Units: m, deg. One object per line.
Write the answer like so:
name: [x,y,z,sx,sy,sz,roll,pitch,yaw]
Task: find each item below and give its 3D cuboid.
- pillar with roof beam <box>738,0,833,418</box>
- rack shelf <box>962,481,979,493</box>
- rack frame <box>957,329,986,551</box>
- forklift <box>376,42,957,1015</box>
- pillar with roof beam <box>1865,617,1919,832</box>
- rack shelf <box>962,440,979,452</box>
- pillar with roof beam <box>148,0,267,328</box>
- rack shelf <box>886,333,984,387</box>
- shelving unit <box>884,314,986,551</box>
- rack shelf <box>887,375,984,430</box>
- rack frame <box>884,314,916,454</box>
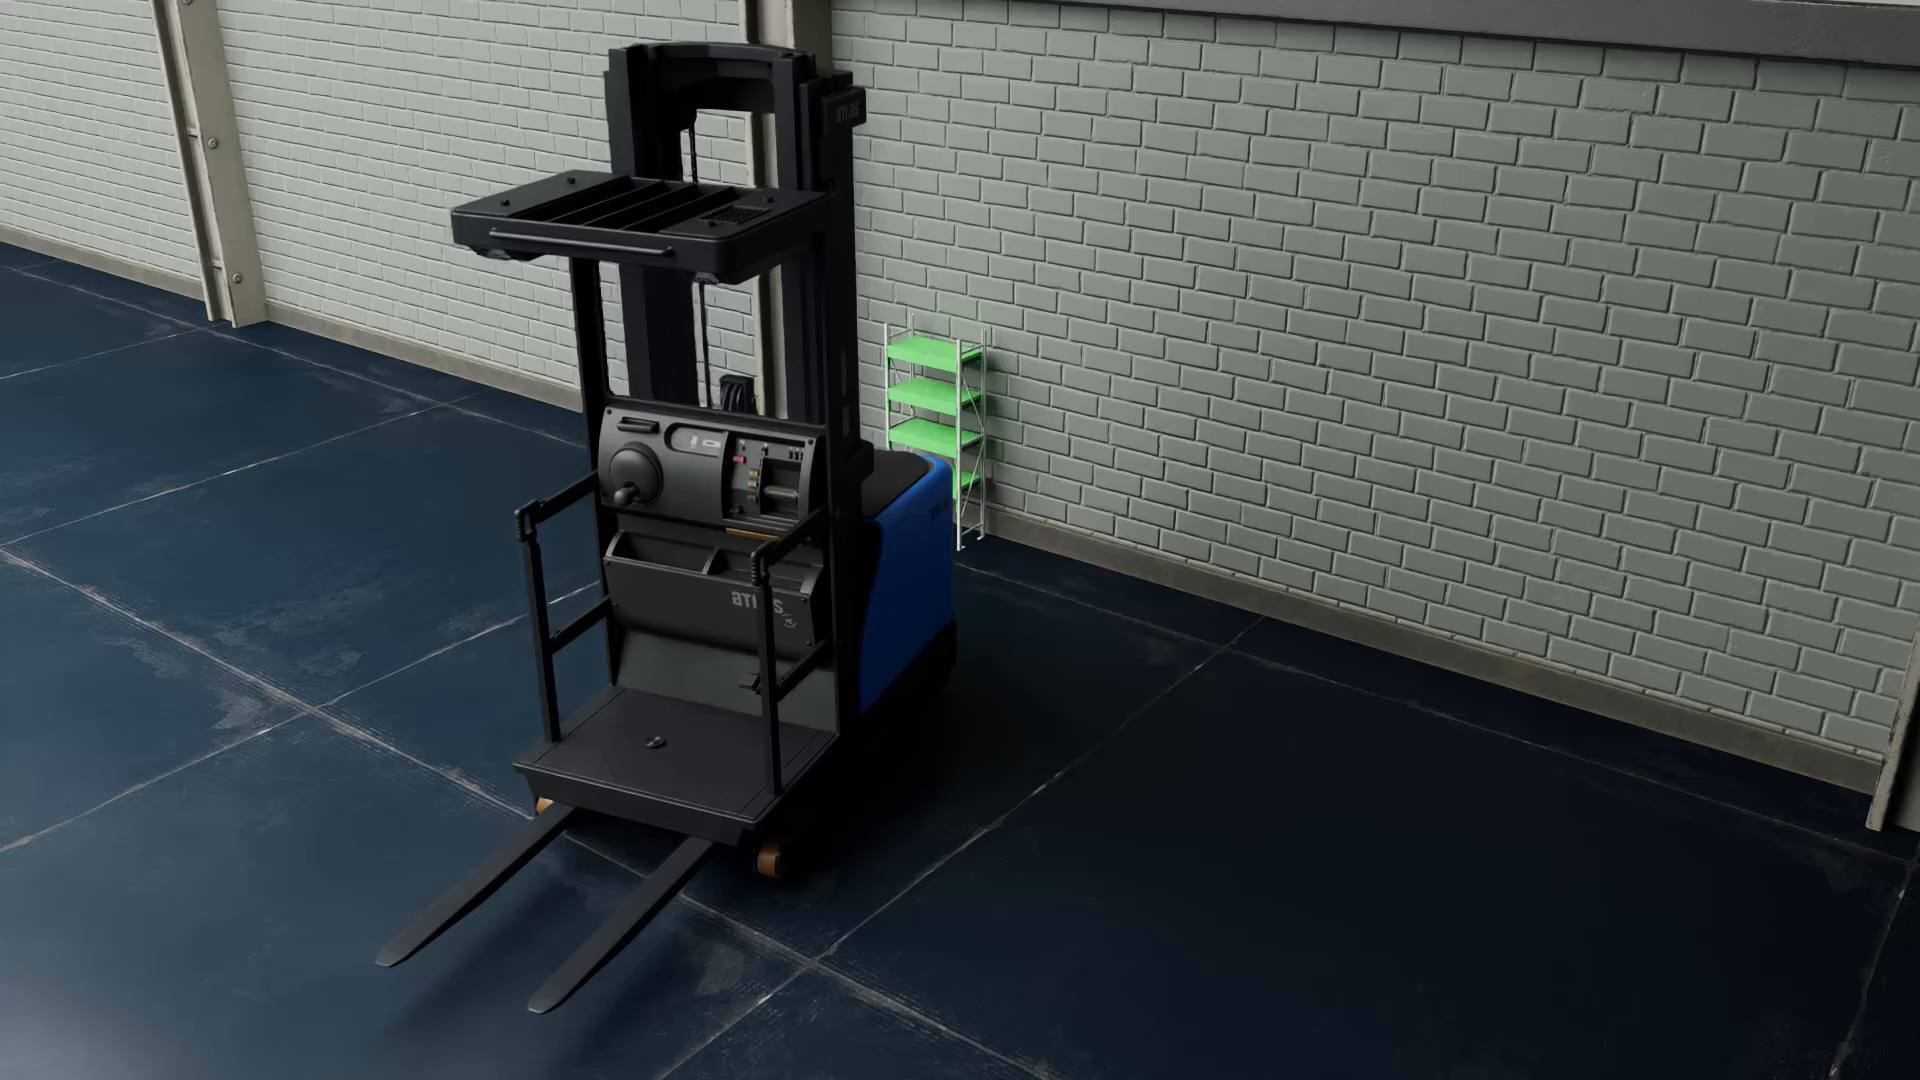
pillar with roof beam: [-3.514,-3.035,4.977,0.400,9.000,9.100,17,29,33]
rack shelf: [-0.132,-0.337,9.210,0.442,0.029,0.199,17,29,33]
rack frame: [0.063,-0.530,8.965,0.015,1.200,0.240,17,29,33]
forklift: [-1.051,-0.247,6.175,1.130,2.935,3.031,10,26,21]
pillar with roof beam: [1.288,-1.584,1.684,0.400,9.000,9.100,17,29,33]
rack shelf: [-0.132,-0.557,9.113,0.442,0.029,0.199,17,29,33]
pillar with roof beam: [-8.315,-4.486,8.270,0.400,9.000,9.100,17,29,33]
rack shelf: [-0.132,-0.970,8.931,0.480,0.148,0.258,17,29,33]
shelving unit: [-0.132,-0.589,9.099,0.503,1.200,0.258,17,29,33]
rack shelf: [-0.132,-0.750,9.028,0.480,0.148,0.258,17,29,33]
rack frame: [-0.328,-0.648,9.233,0.015,1.200,0.240,17,29,33]
